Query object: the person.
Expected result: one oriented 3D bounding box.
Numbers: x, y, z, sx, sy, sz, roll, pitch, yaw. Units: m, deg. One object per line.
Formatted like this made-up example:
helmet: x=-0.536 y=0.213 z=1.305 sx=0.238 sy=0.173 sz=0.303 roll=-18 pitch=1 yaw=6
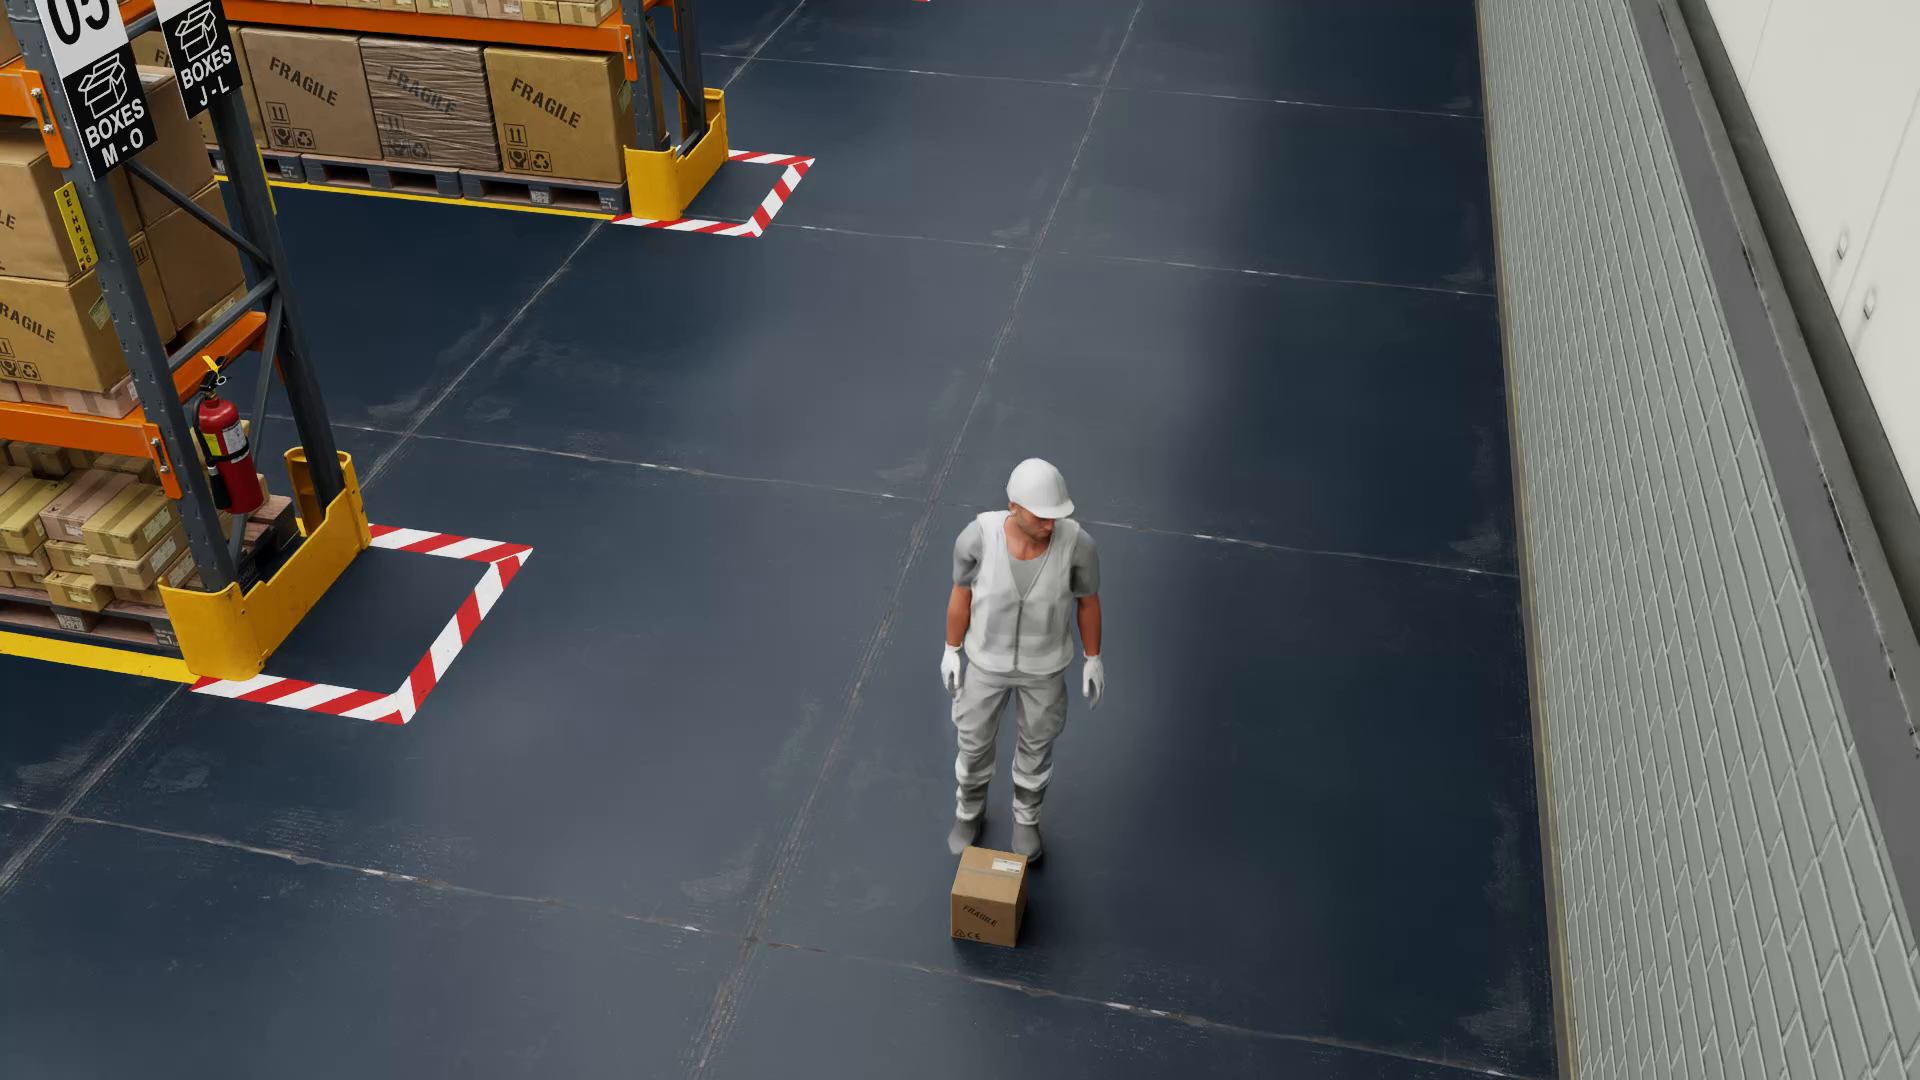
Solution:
person: x=0.239 y=0.498 z=6.287 sx=0.630 sy=1.849 sz=0.401 roll=3 pitch=36 yaw=4
